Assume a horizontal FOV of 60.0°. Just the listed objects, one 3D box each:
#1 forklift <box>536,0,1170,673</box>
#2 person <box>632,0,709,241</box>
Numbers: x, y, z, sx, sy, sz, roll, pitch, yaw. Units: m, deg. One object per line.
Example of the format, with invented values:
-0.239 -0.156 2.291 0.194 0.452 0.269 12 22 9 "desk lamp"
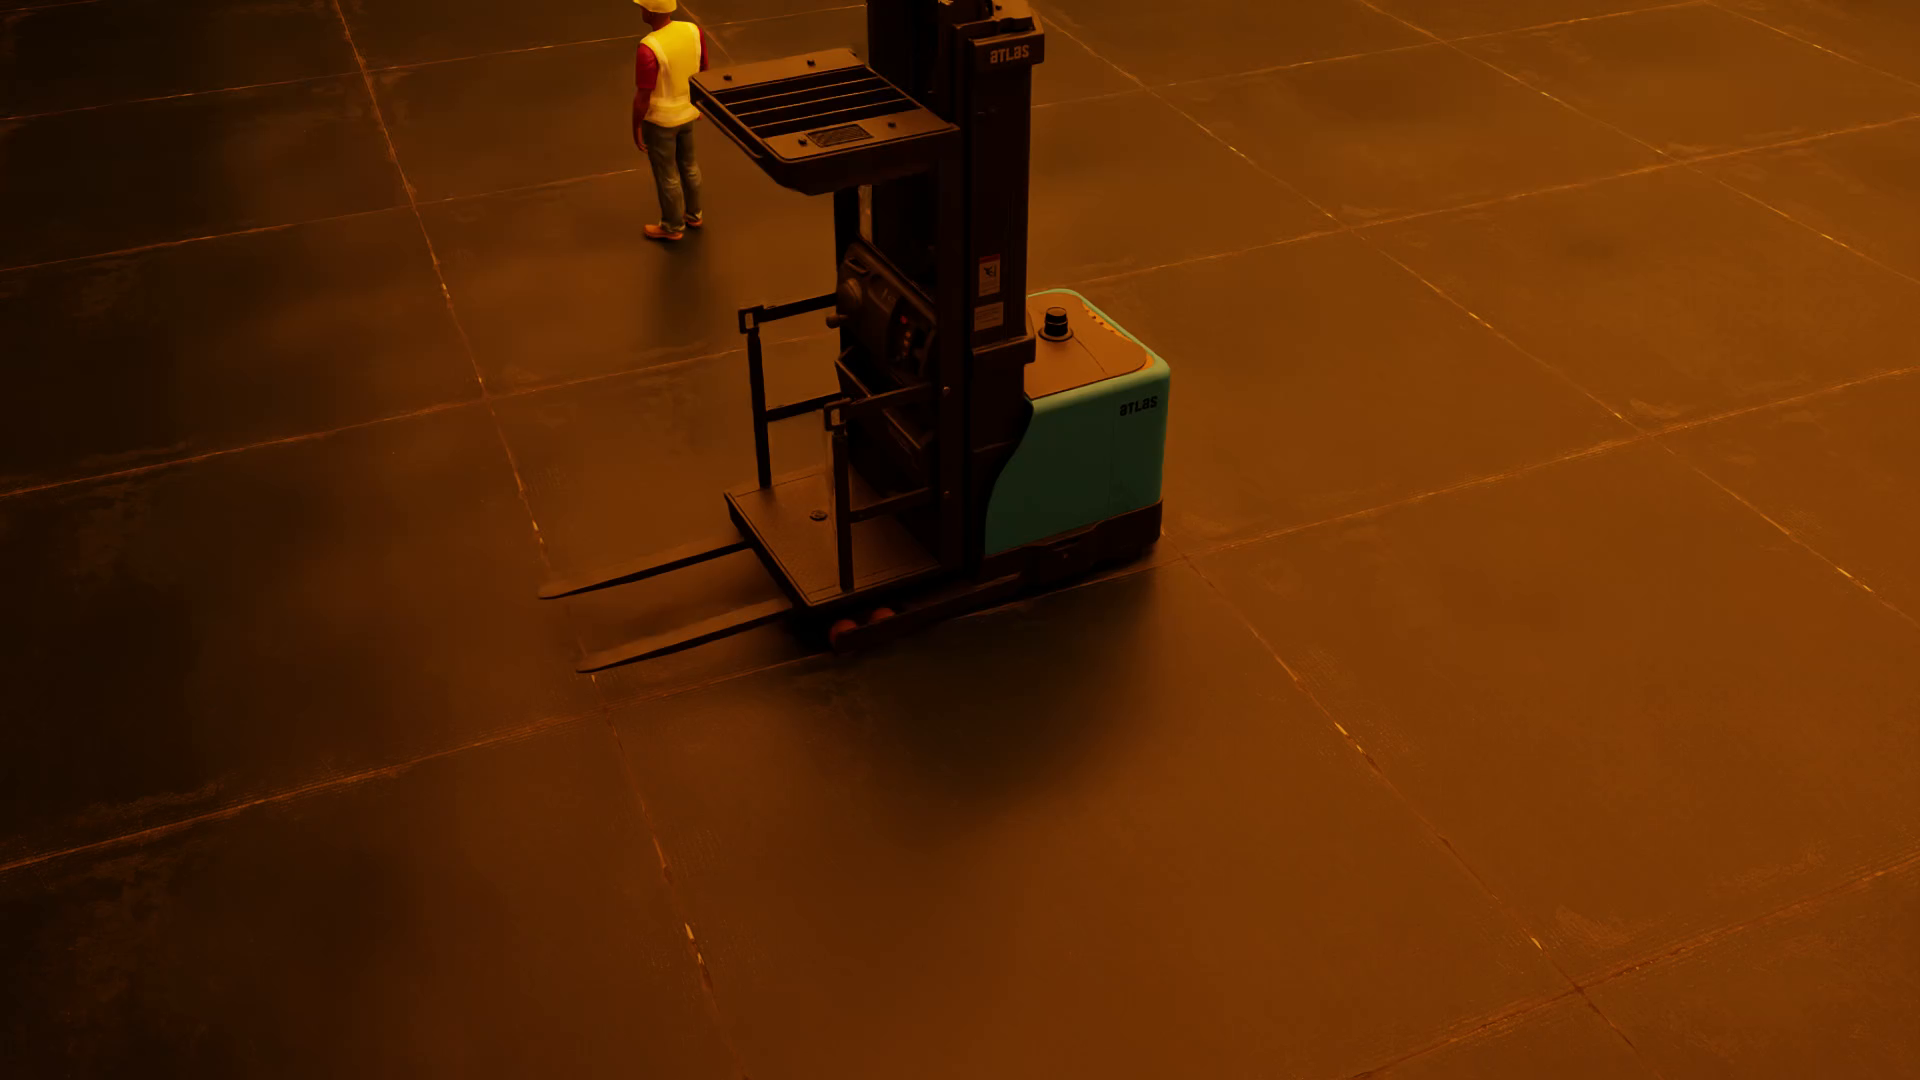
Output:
-0.520 -1.003 7.508 3.031 2.935 1.130 -17 39 -22 "forklift"
-1.983 -2.861 11.126 0.536 1.773 0.663 24 42 30 "person"
